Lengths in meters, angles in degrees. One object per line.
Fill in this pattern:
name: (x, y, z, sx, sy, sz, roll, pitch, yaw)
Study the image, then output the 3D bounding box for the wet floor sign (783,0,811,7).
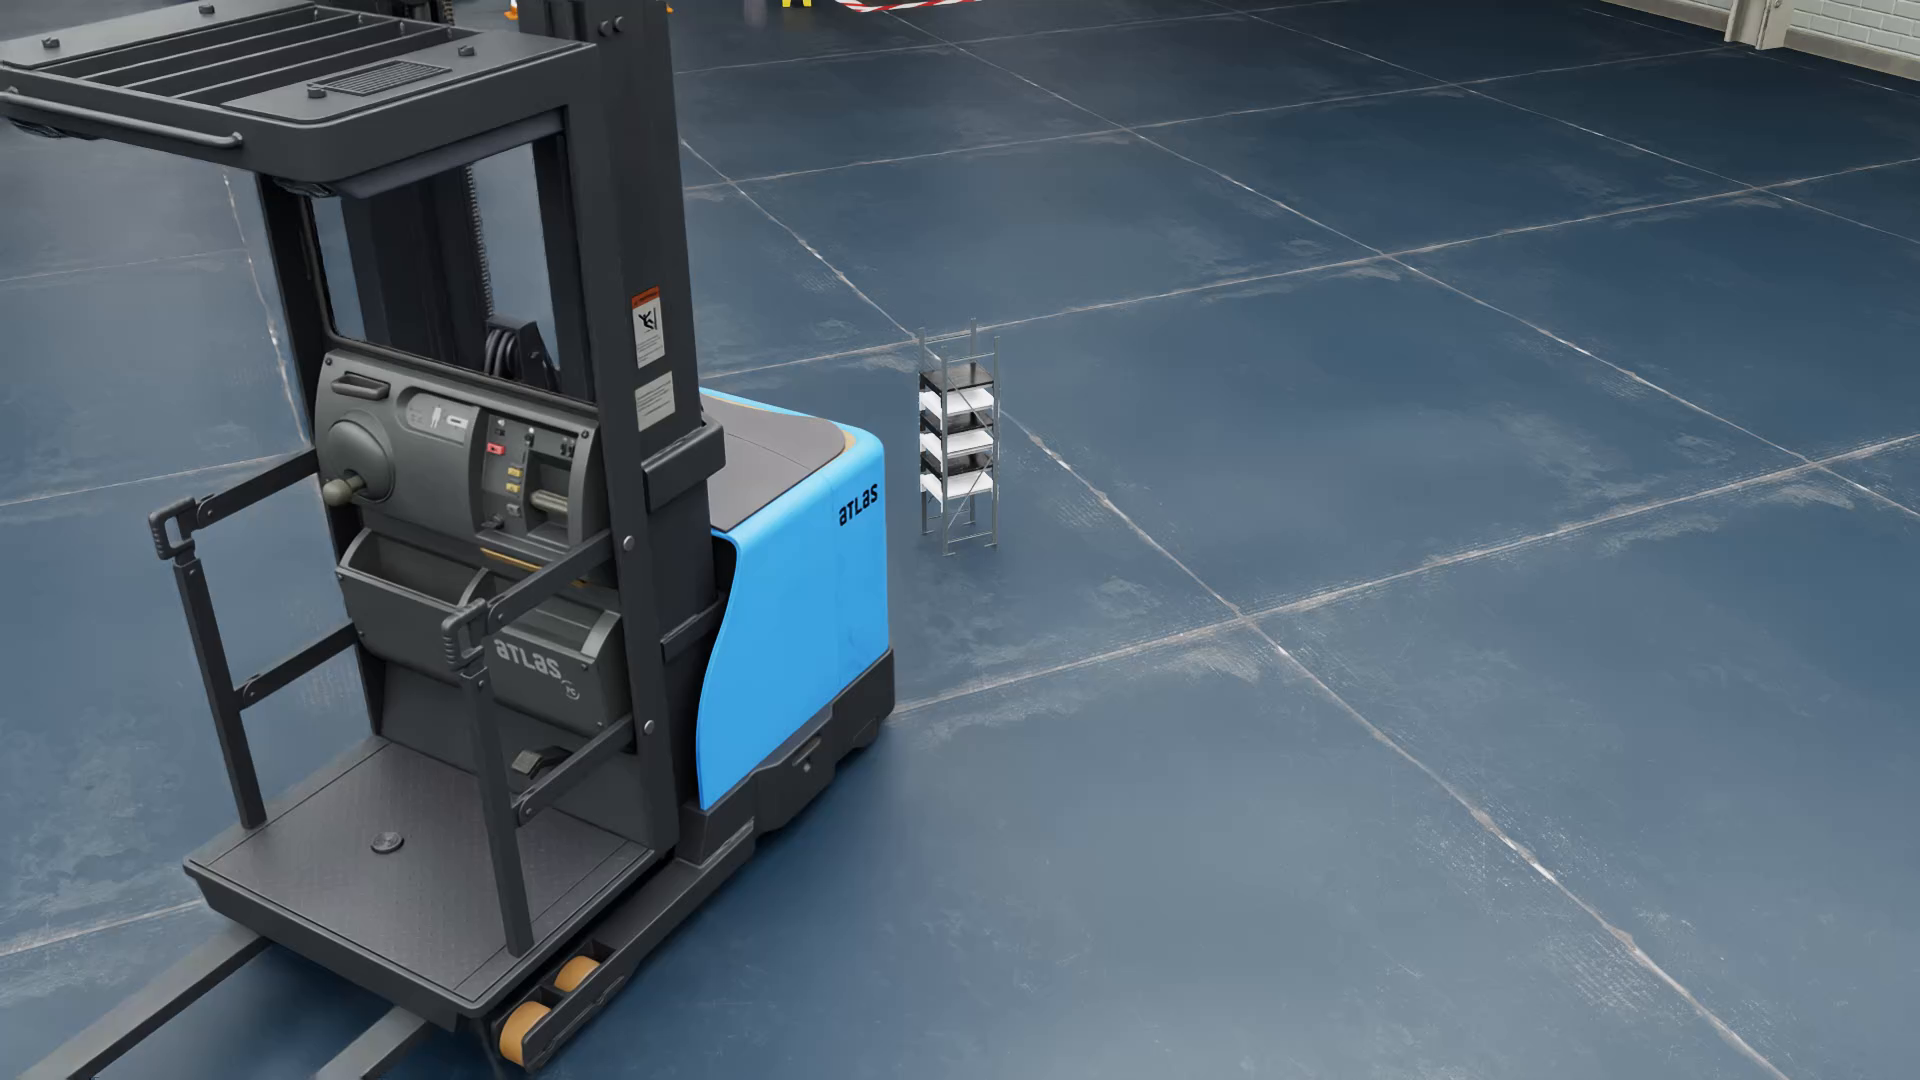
wet floor sign: (-1.557, -5.397, 15.715, 0.267, 0.644, 0.232, -3, 29, -5)

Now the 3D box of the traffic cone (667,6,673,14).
traffic cone: (-2.879, -5.162, 15.483, 0.336, 0.463, 0.334, -13, 32, -22)

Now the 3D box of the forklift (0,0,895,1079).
forklift: (-1.396, -0.169, 4.054, 1.130, 2.935, 3.031, 16, 33, 26)

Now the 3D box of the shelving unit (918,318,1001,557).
shelving unit: (-0.003, -0.396, 6.536, 0.258, 0.900, 0.210, -13, 32, -22)

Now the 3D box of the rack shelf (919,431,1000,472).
rack shelf: (-0.003, -0.367, 6.553, 0.258, 0.077, 0.200, -13, 32, -22)

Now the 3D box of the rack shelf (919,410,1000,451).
rack shelf: (-0.003, -0.446, 6.509, 0.258, 0.077, 0.200, -13, 32, -22)

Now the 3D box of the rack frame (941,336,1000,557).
rack frame: (0.040, -0.351, 6.456, 0.240, 0.900, 0.006, -13, 32, -22)

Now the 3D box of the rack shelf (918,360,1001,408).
rack shelf: (-0.003, -0.603, 6.421, 0.258, 0.077, 0.200, -13, 32, -22)

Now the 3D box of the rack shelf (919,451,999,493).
rack shelf: (-0.003, -0.289, 6.597, 0.258, 0.077, 0.200, -13, 32, -22)

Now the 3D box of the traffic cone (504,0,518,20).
traffic cone: (-4.045, -5.075, 15.327, 0.336, 0.463, 0.334, -13, 32, -22)

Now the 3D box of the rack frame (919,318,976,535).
rack frame: (-0.047, -0.441, 6.616, 0.240, 0.900, 0.006, -13, 32, -22)

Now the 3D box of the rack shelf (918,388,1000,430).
rack shelf: (-0.003, -0.524, 6.465, 0.258, 0.077, 0.200, -13, 32, -22)

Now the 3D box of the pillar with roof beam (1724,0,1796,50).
pillar with roof beam: (3.012, -7.336, 10.632, 9.100, 9.000, 0.400, -13, 32, -22)

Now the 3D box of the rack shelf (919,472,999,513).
rack shelf: (-0.003, -0.210, 6.641, 0.258, 0.077, 0.200, -13, 32, -22)
